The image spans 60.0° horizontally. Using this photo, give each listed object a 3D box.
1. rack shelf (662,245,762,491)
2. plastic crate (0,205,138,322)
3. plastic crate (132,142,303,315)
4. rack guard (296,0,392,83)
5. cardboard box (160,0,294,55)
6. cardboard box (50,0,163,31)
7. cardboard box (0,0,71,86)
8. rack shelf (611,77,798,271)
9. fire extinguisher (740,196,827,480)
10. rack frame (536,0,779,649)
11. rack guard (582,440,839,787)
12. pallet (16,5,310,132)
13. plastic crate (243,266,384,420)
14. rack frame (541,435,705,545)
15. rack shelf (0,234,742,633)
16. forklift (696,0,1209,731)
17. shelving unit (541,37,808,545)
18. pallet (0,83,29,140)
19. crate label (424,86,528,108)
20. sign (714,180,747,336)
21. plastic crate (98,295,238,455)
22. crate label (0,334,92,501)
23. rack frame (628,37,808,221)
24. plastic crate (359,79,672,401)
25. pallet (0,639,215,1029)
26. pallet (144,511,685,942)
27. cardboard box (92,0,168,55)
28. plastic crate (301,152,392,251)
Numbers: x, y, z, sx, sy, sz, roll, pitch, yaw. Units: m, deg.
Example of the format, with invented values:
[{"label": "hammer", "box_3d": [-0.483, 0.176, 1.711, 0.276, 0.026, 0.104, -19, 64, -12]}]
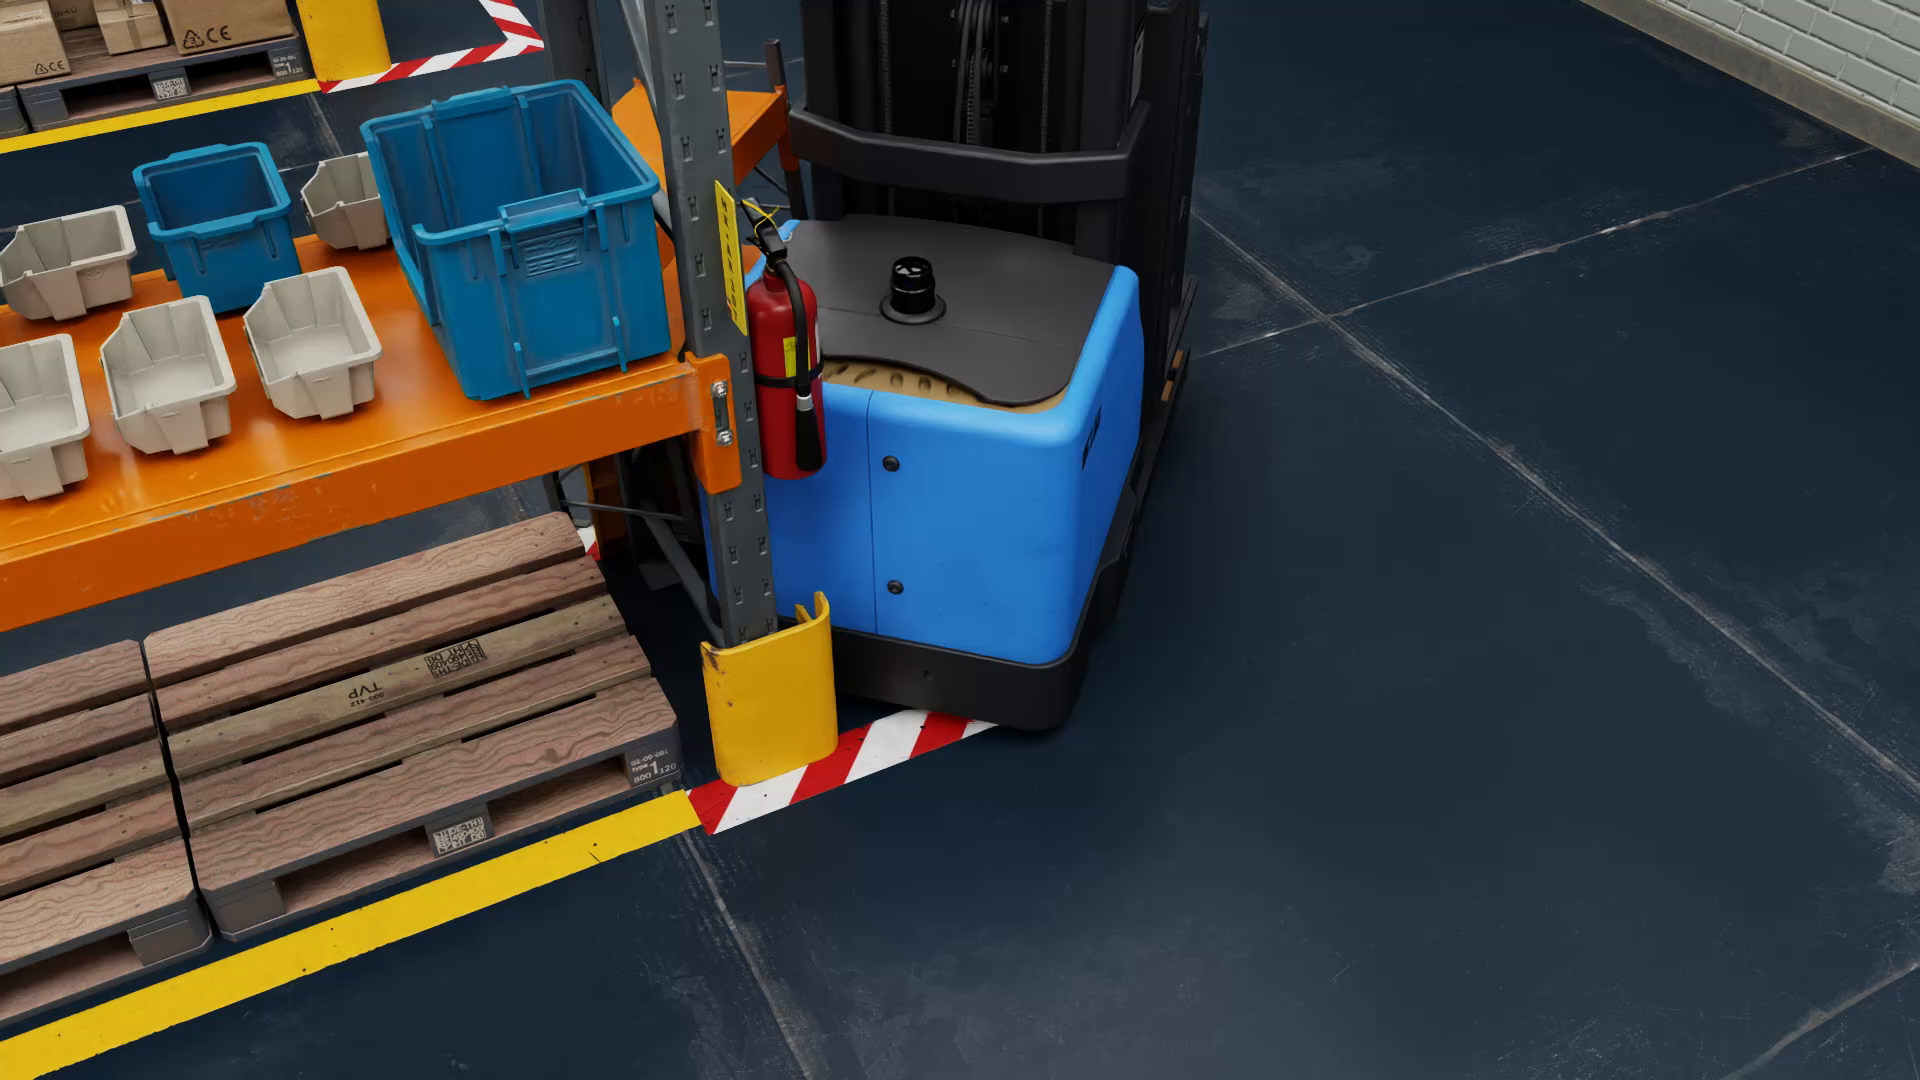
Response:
[{"label": "rack shelf", "box_3d": [-0.869, -0.587, 5.195, 0.538, 0.278, 1.000, 8, 40, 17]}, {"label": "plastic crate", "box_3d": [-2.045, -0.624, 3.824, 0.298, 0.136, 0.250, -19, 44, -21]}, {"label": "plastic crate", "box_3d": [-1.705, -0.715, 3.857, 0.300, 0.233, 0.416, -19, 44, -21]}, {"label": "rack guard", "box_3d": [-3.102, -2.701, 8.054, 0.348, 0.500, 1.175, -19, 44, -21]}, {"label": "cardboard box", "box_3d": [-3.403, -2.588, 7.580, 0.500, 0.500, 0.500, -19, 44, -21]}, {"label": "cardboard box", "box_3d": [-4.091, -2.647, 7.843, 0.500, 0.250, 0.500, -19, 44, -21]}, {"label": "cardboard box", "box_3d": [-4.260, -2.226, 7.346, 0.500, 0.250, 0.500, -19, 44, -21]}, {"label": "rack shelf", "box_3d": [-0.917, -1.006, 4.863, 0.538, 0.278, 1.000, 8, 40, 17]}, {"label": "fire extinguisher", "box_3d": [-0.406, -0.451, 3.809, 0.183, 0.674, 0.296, -19, 44, -21]}, {"label": "rack frame", "box_3d": [-0.750, -0.838, 3.918, 0.127, 3.000, 1.000, -19, 44, -21]}, {"label": "rack guard", "box_3d": [-0.735, 0.102, 4.743, 0.348, 0.500, 1.175, -19, 44, -21]}, {"label": "pallet", "box_3d": [-3.809, -2.352, 7.865, 1.213, 0.211, 1.003, -19, 44, -21]}, {"label": "plastic crate", "box_3d": [-1.390, -0.413, 3.574, 0.243, 0.136, 0.396, -19, 44, -21]}, {"label": "rack frame", "box_3d": [-1.047, -0.466, 4.674, 0.500, 1.125, 0.032, 8, 40, 17]}, {"label": "rack shelf", "box_3d": [-2.524, 0.034, 3.445, 4.000, 0.370, 1.077, -19, 44, -21]}, {"label": "forklift", "box_3d": [0.180, -1.562, 4.826, 1.130, 2.935, 3.031, 10, 41, 12]}, {"label": "shelving unit", "box_3d": [-0.891, -0.777, 5.044, 0.538, 1.125, 1.048, 8, 40, 17]}, {"label": "pallet", "box_3d": [-4.889, -1.990, 7.438, 1.213, 0.211, 1.003, -19, 44, -21]}, {"label": "crate label", "box_3d": [-1.121, -0.912, 4.089, 0.303, 0.233, 0.416, -19, 44, -21]}, {"label": "sign", "box_3d": [-0.481, -0.590, 3.499, 0.005, 0.325, 0.100, -19, 44, -21]}, {"label": "plastic crate", "box_3d": [-1.653, -0.335, 3.482, 0.243, 0.136, 0.396, -19, 44, -21]}, {"label": "crate label", "box_3d": [-1.889, -0.238, 3.367, 0.243, 0.136, 0.396, -19, 44, -21]}, {"label": "rack frame", "box_3d": [-0.735, -1.089, 5.414, 0.500, 1.125, 0.032, 8, 40, 17]}, {"label": "plastic crate", "box_3d": [-0.961, -0.667, 3.643, 0.499, 0.435, 0.616, -19, 44, -21]}, {"label": "pallet", "box_3d": [-2.580, 0.812, 4.128, 1.213, 0.211, 1.003, -19, 44, -21]}, {"label": "pallet", "box_3d": [-1.499, 0.450, 4.555, 1.213, 0.211, 1.003, -19, 44, -21]}, {"label": "cardboard box", "box_3d": [-3.804, -2.391, 7.606, 0.250, 0.166, 0.380, -19, 44, -21]}, {"label": "plastic crate", "box_3d": [-1.444, -0.827, 4.063, 0.298, 0.136, 0.250, -19, 44, -21]}]
